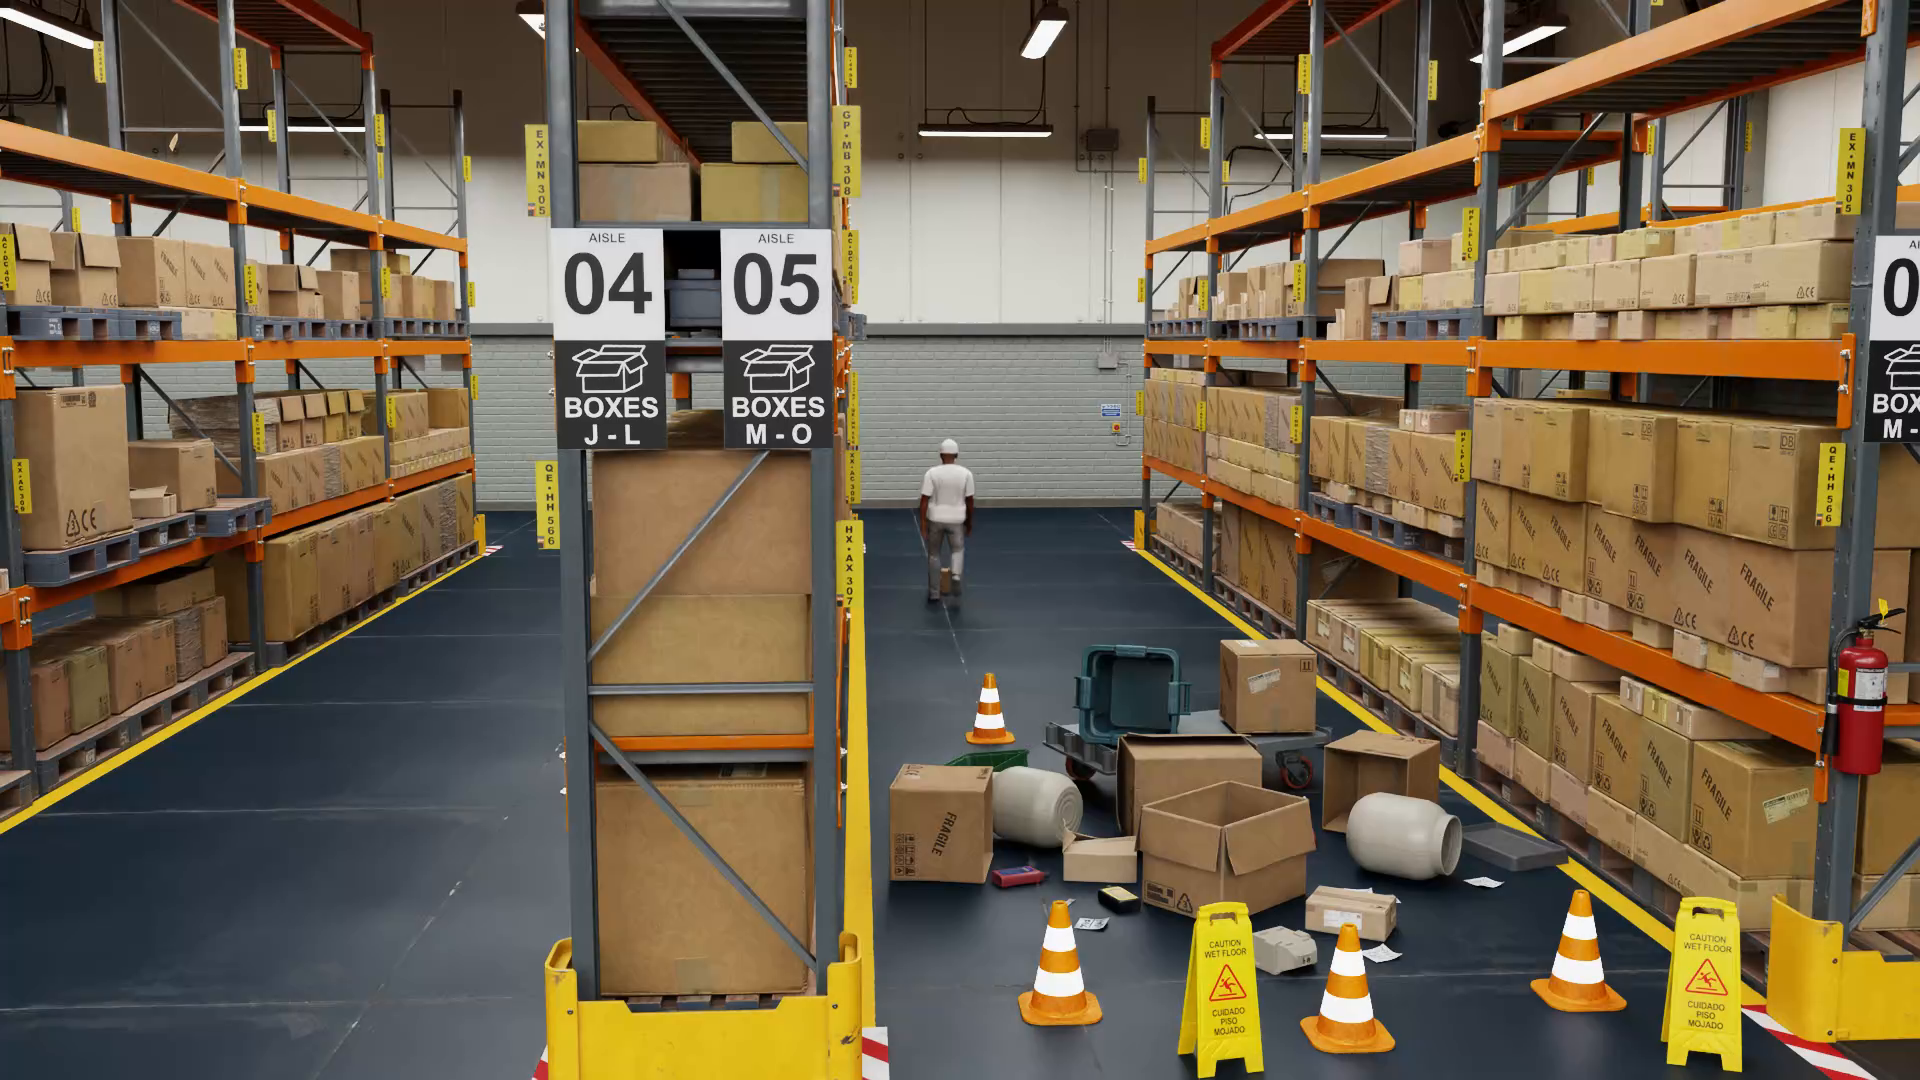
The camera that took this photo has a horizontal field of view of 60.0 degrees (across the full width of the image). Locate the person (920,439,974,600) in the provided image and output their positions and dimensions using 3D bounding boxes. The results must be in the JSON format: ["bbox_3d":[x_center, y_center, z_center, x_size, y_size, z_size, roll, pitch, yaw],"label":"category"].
[{"bbox_3d":[-0.141,-0.212,17.883,0.588,1.747,0.735,0,7,-2],"label":"person"}]
